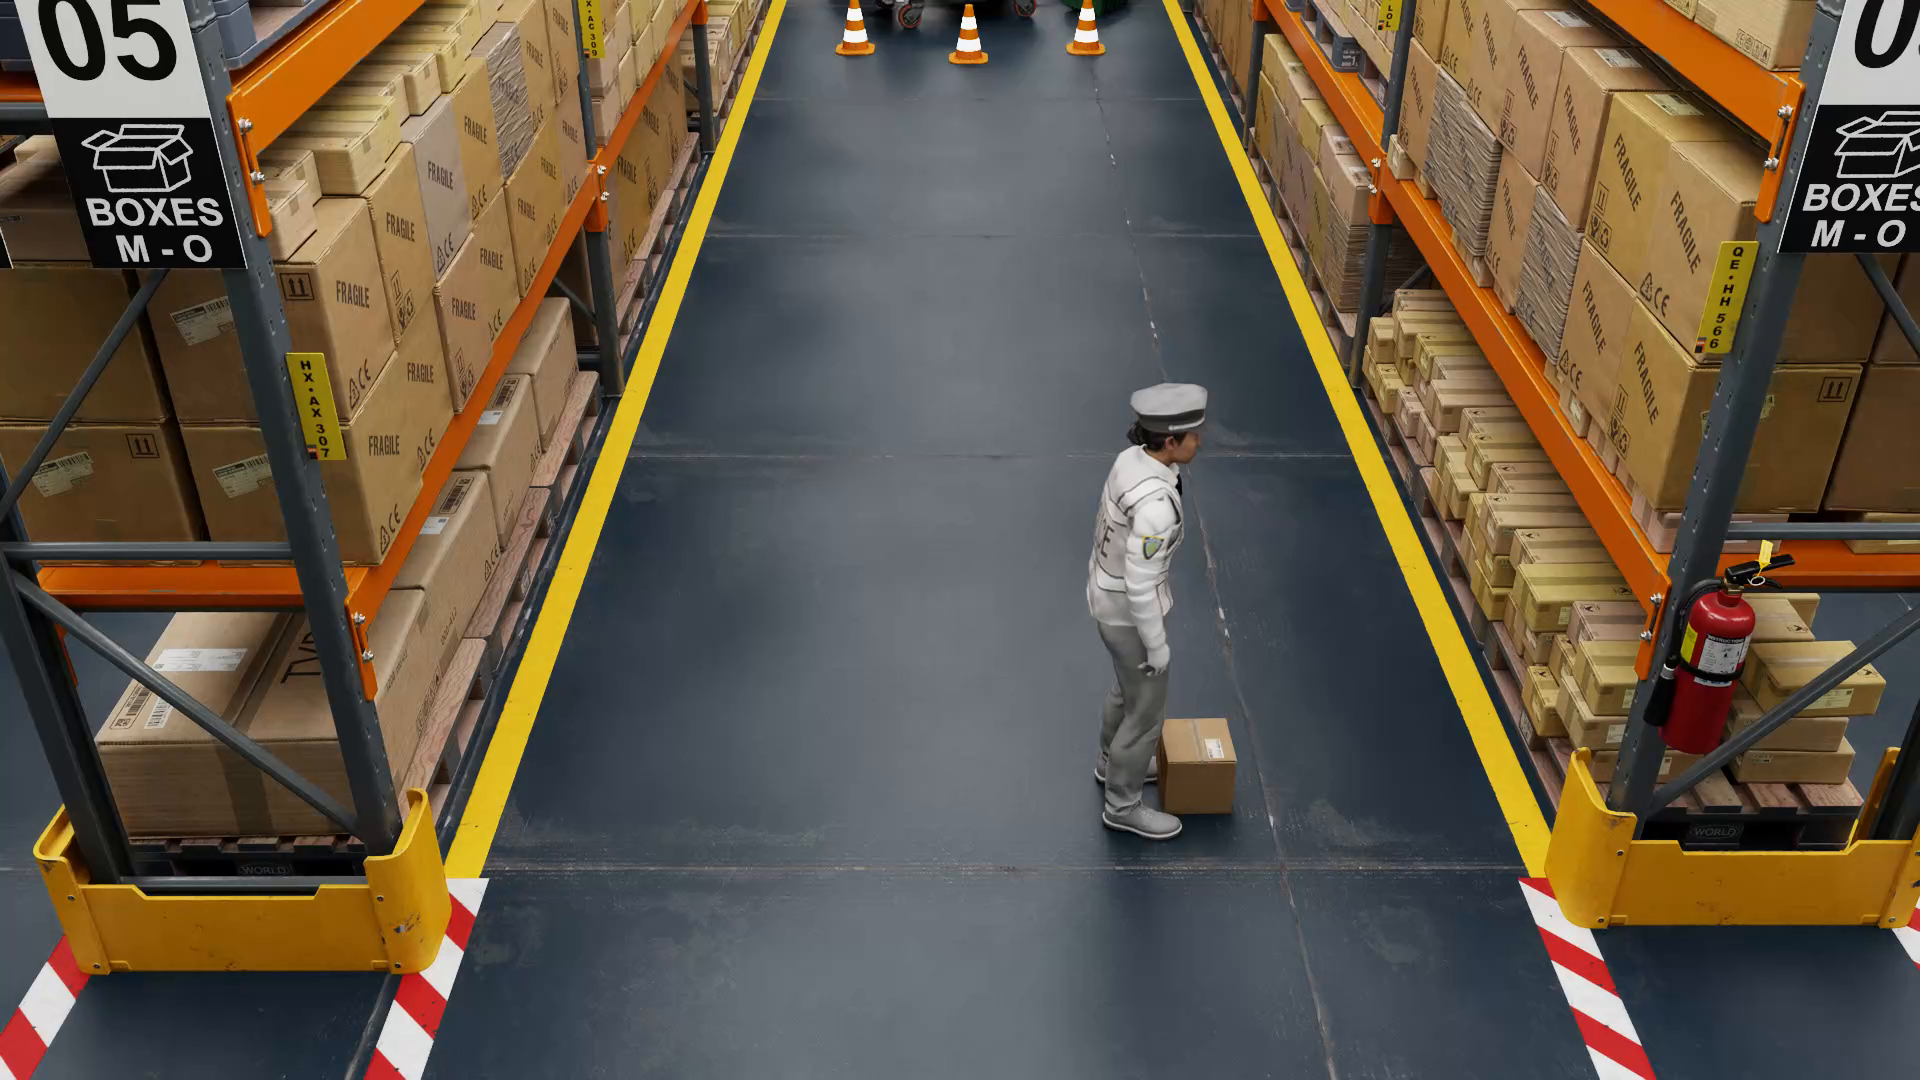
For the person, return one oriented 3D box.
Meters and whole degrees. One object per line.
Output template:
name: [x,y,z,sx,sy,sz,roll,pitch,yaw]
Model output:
person: [0.626,0.240,5.743,0.371,1.663,0.530,0,32,0]
